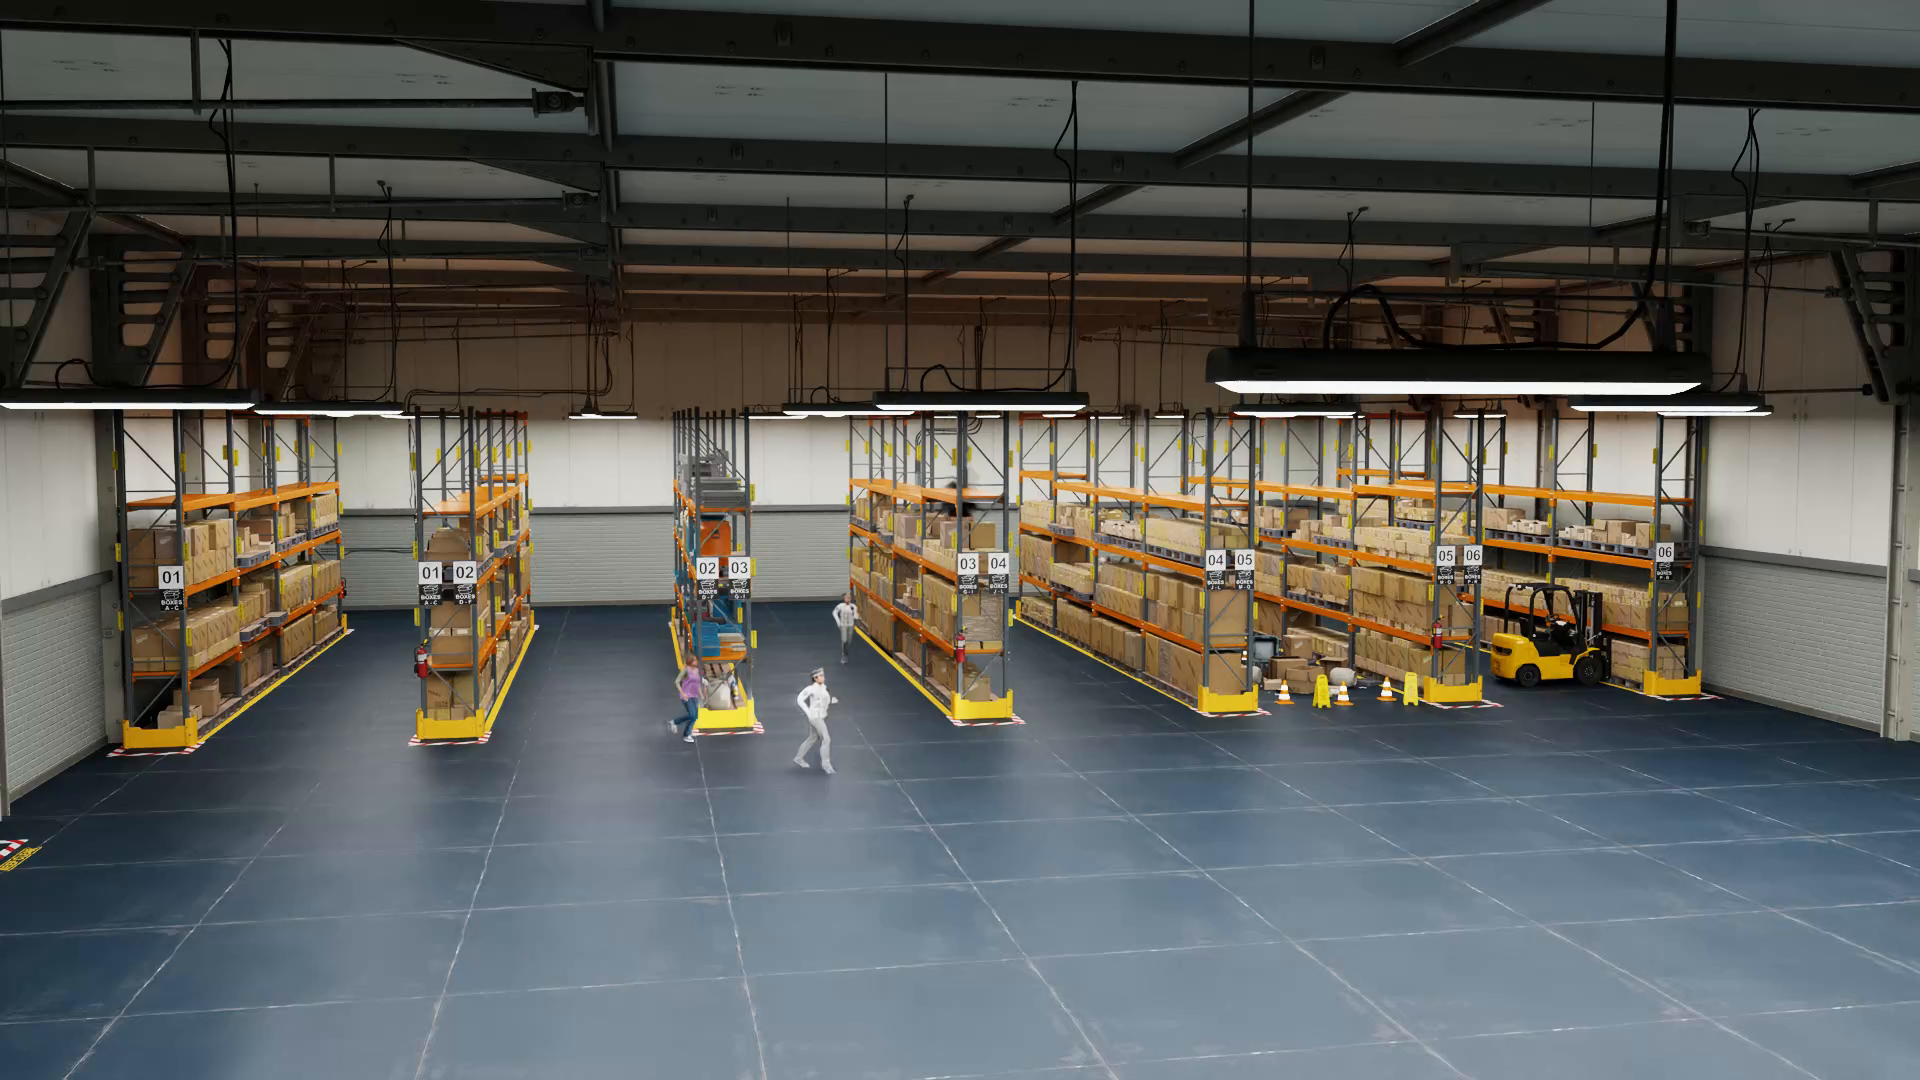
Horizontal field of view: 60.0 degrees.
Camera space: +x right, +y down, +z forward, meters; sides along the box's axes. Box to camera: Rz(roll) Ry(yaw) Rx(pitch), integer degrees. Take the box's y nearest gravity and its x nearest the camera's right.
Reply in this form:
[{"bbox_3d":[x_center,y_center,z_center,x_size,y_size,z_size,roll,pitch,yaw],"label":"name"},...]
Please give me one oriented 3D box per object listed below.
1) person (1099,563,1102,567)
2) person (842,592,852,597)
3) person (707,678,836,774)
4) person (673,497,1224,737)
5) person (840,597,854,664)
[{"bbox_3d":[4.152,1.382,48.579,0.679,1.658,0.683,-1,4,-20],"label":"person"},{"bbox_3d":[1.066,1.683,45.015,8.543,1.719,10.872,0,4,-4],"label":"person"},{"bbox_3d":[-3.493,2.893,29.785,4.390,1.506,4.808,1,4,17],"label":"person"},{"bbox_3d":[-0.196,1.085,39.734,4.526,3.481,22.260,3,5,33],"label":"person"},{"bbox_3d":[-2.693,2.103,39.482,0.353,1.690,0.635,-1,4,-16],"label":"person"}]
